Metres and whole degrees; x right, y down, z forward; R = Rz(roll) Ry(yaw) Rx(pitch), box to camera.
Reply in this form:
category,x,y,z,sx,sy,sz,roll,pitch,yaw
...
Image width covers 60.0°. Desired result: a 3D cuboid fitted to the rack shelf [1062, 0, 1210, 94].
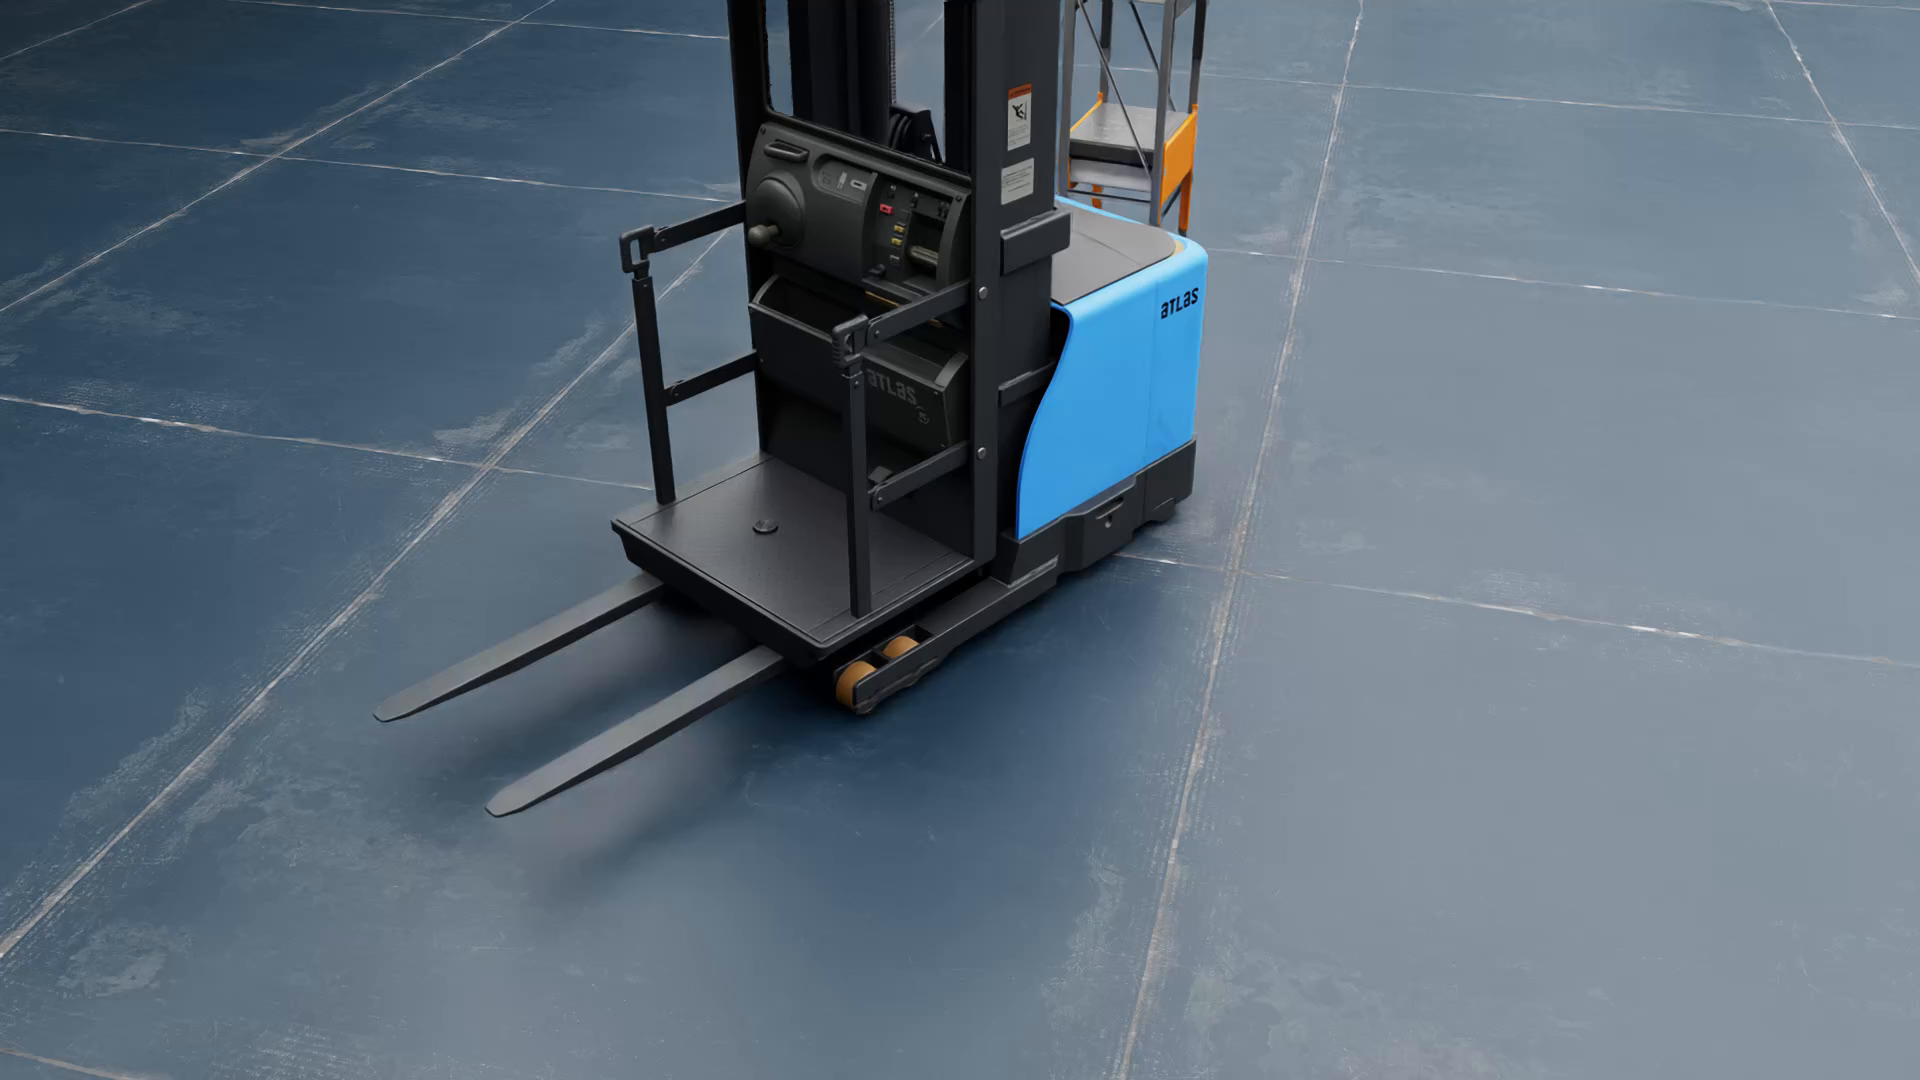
category,x,y,z,sx,sy,sz,roll,pitch,yaw
rack shelf,0.659,-2.001,6.158,0.431,0.518,0.480,12,34,18

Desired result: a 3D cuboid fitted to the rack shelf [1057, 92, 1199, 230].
category,x,y,z,sx,sy,sz,roll,pitch,yaw
rack shelf,0.655,-1.411,6.535,0.431,0.518,0.480,12,34,18

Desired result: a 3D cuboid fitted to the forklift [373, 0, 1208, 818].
category,x,y,z,sx,sy,sz,roll,pitch,yaw
forklift,-0.483,-0.988,5.072,1.130,2.935,3.031,27,41,36

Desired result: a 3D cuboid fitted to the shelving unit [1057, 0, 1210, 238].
category,x,y,z,sx,sy,sz,roll,pitch,yaw
shelving unit,0.655,-1.422,6.527,0.431,2.100,0.503,12,34,18

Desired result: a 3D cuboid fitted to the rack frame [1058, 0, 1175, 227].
category,x,y,z,sx,sy,sz,roll,pitch,yaw
rack frame,0.565,-1.300,6.336,0.400,2.100,0.015,12,34,18

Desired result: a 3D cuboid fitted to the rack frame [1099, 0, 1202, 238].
category,x,y,z,sx,sy,sz,roll,pitch,yaw
rack frame,0.744,-1.544,6.719,0.400,2.100,0.015,12,34,18
